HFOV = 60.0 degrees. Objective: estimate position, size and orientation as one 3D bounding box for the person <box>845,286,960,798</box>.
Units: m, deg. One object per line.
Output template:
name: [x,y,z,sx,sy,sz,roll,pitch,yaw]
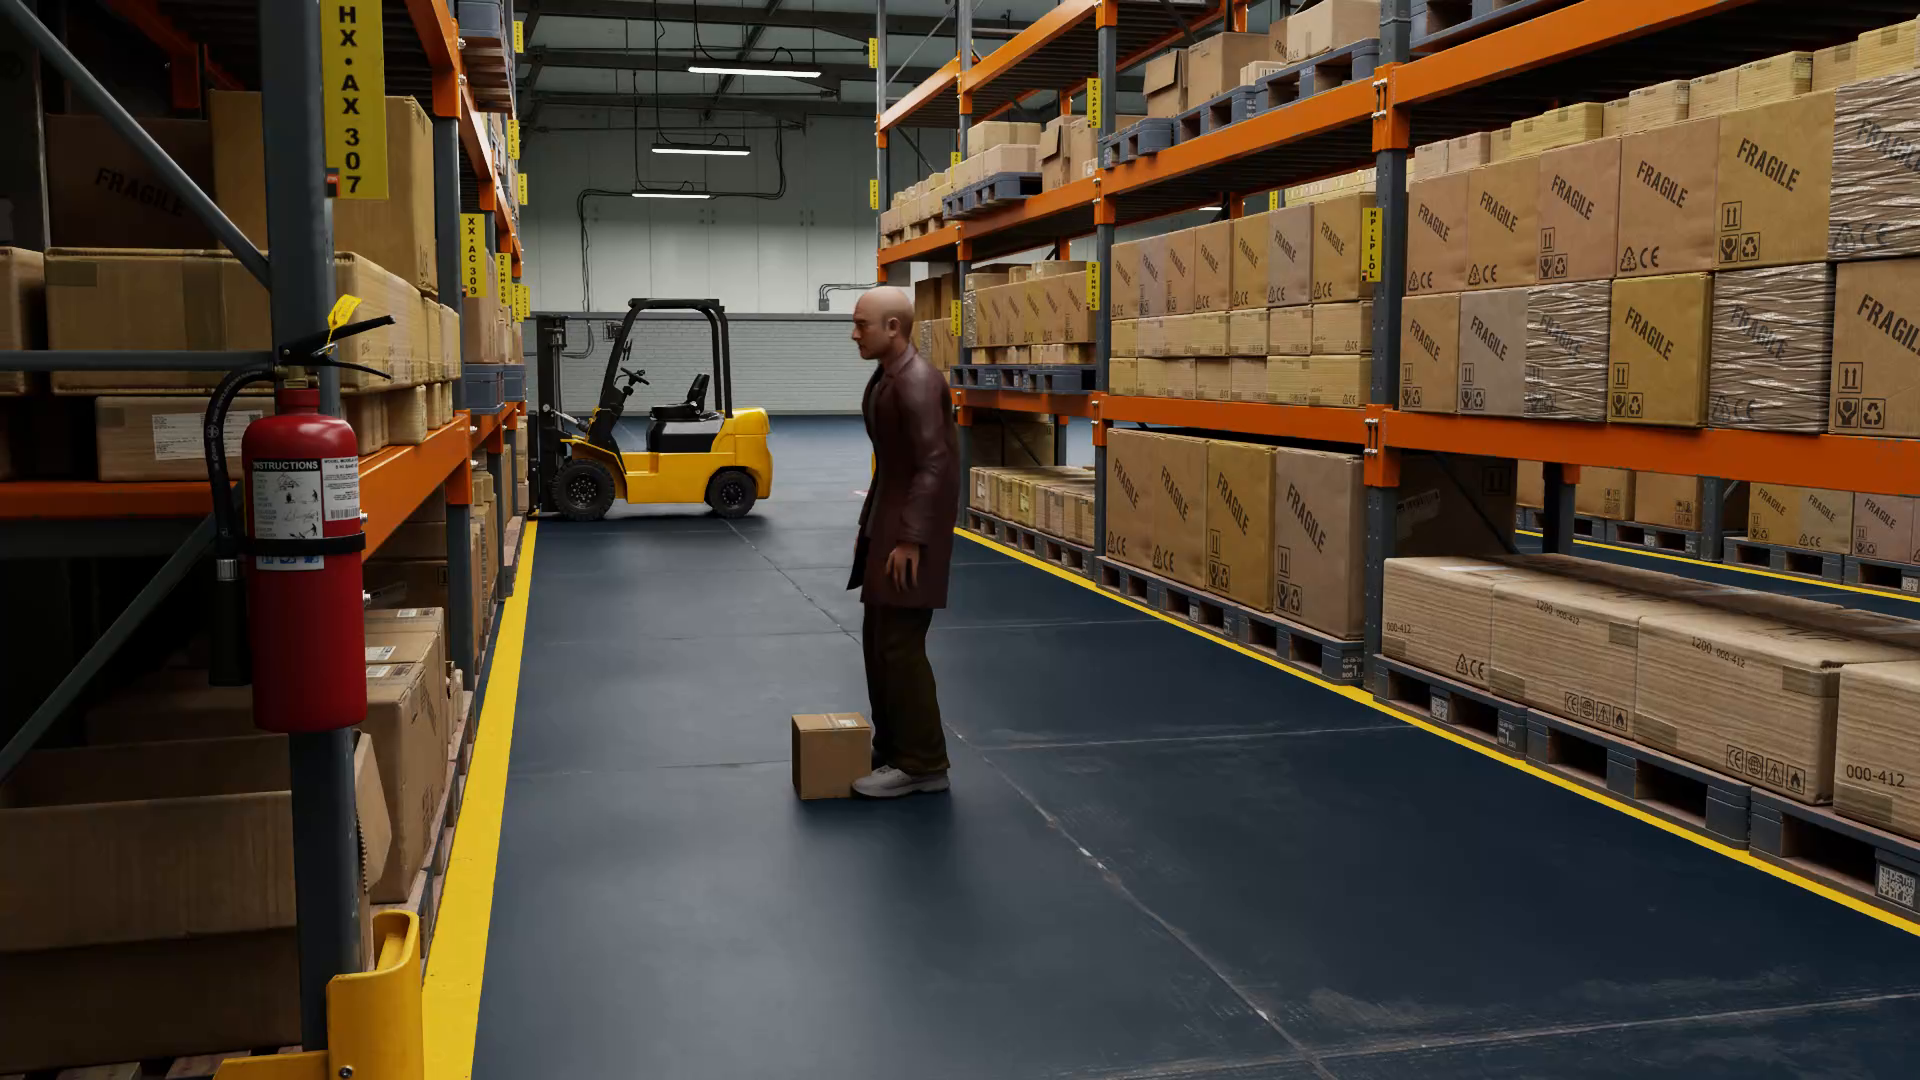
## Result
person: [-0.217,0.098,5.894,0.416,1.577,0.656,-2,6,-15]
